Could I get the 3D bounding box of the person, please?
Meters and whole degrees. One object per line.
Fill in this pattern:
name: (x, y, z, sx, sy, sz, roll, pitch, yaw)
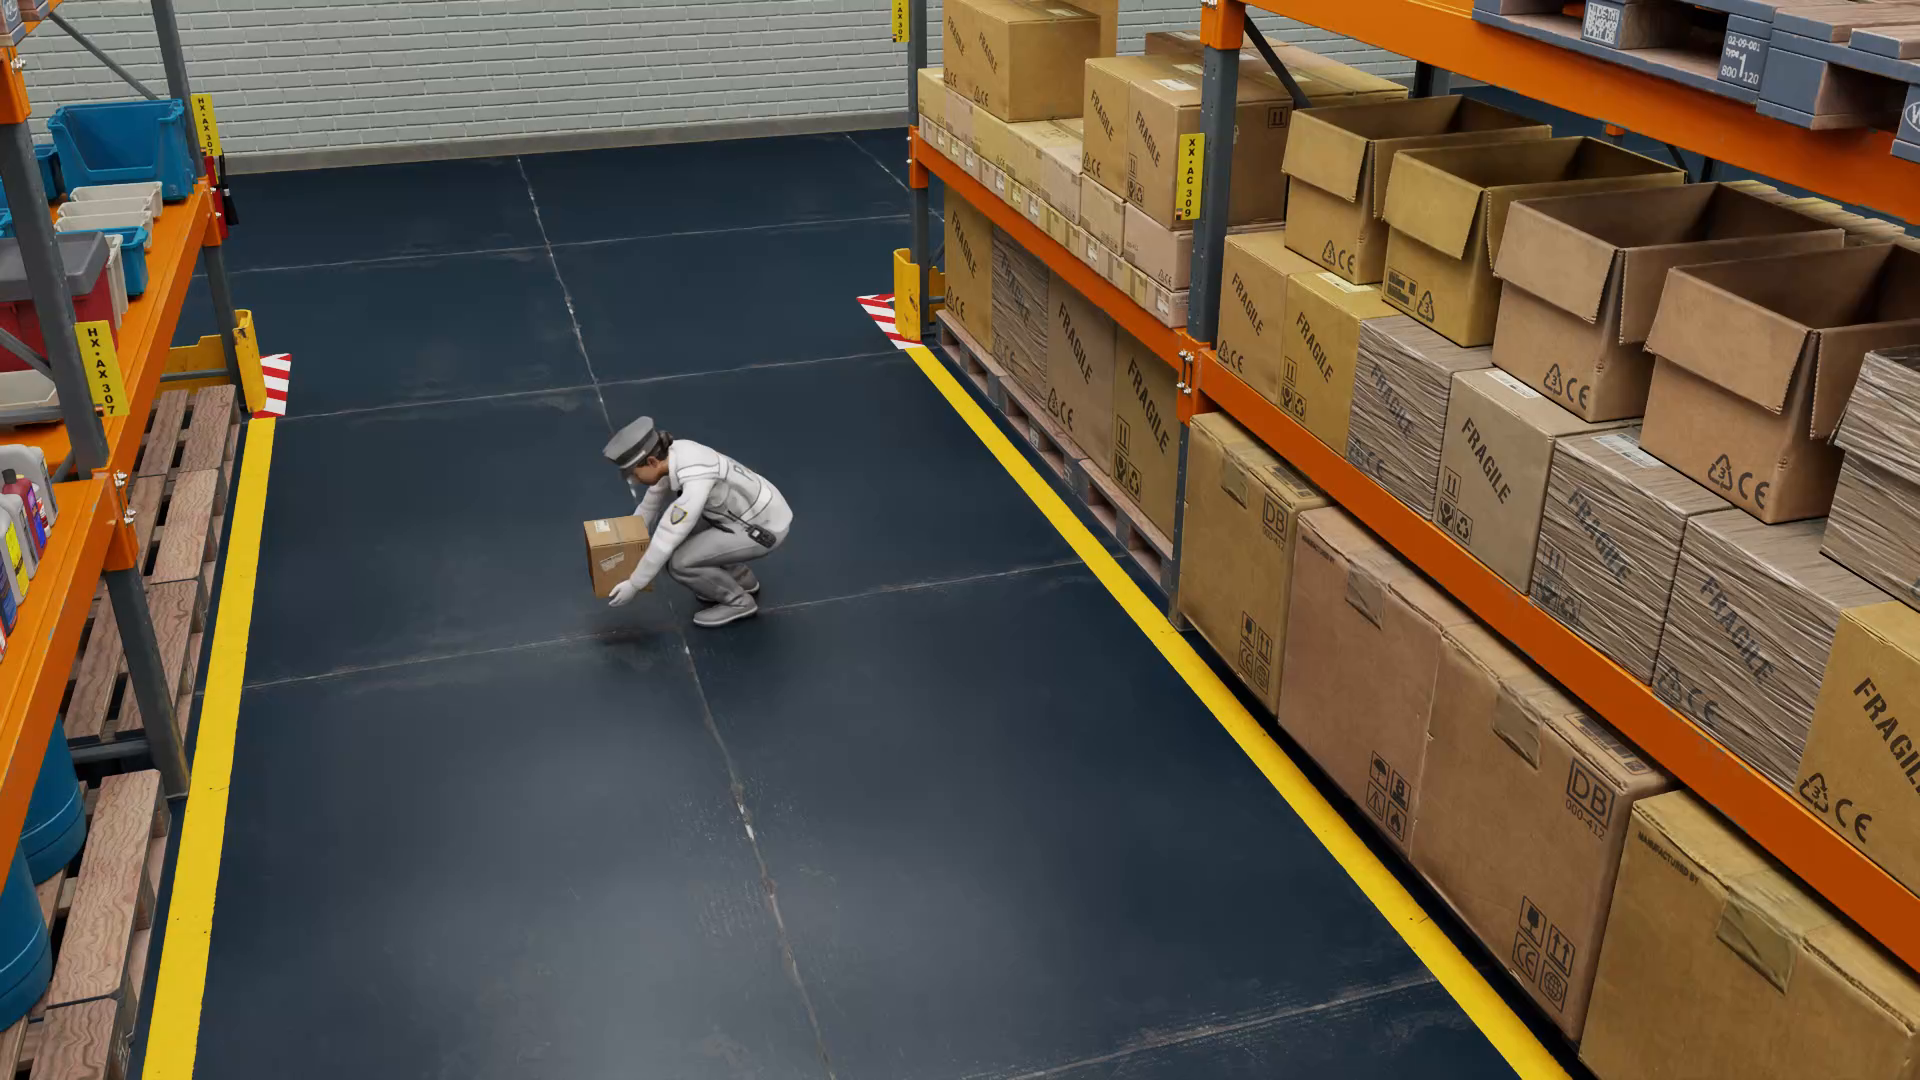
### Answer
person: (-1.134, -0.108, 7.133, 0.825, 0.961, 0.498, -8, 28, -16)
